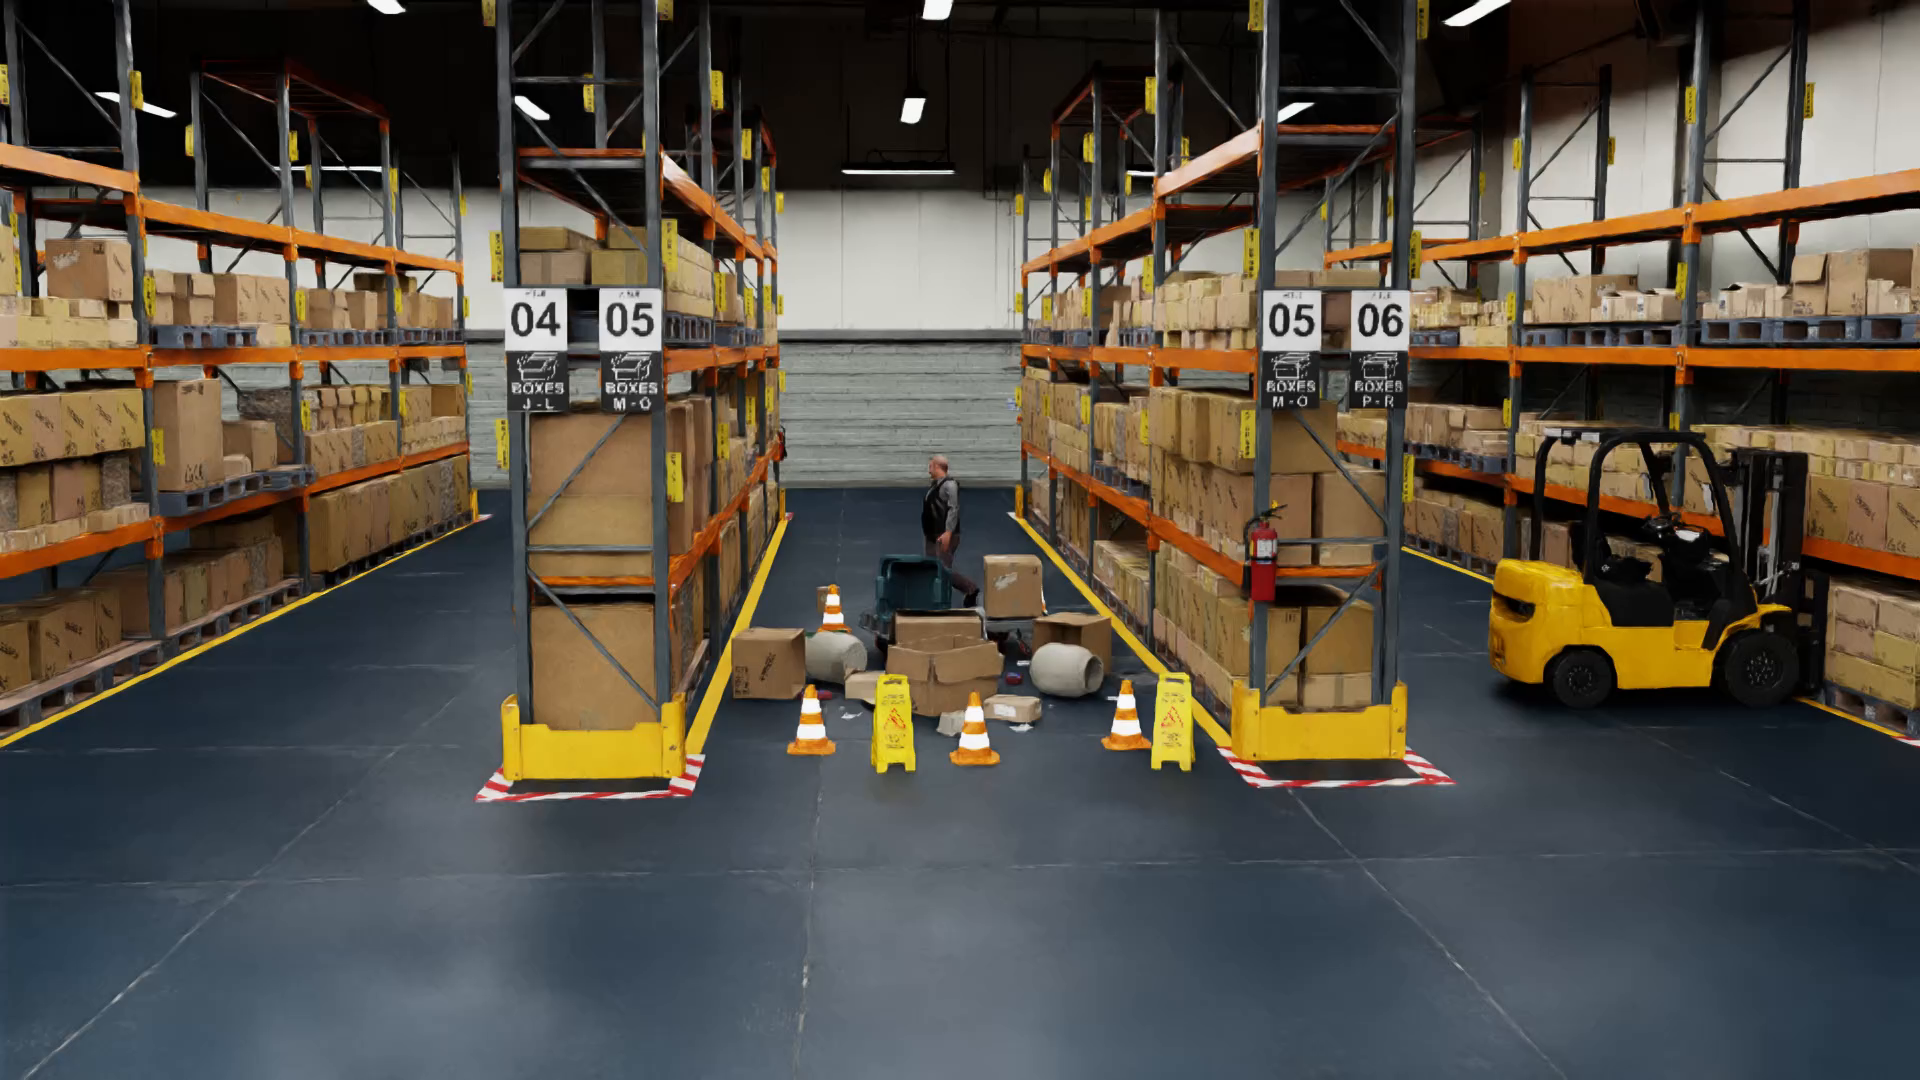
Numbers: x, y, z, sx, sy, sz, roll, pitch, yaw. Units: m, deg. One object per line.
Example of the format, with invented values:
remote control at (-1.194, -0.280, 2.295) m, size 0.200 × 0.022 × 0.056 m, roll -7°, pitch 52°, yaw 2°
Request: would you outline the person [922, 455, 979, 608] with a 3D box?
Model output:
person at (-0.185, -0.030, 17.212) m, size 0.717 × 1.685 × 0.592 m, roll -3°, pitch 8°, yaw -27°
